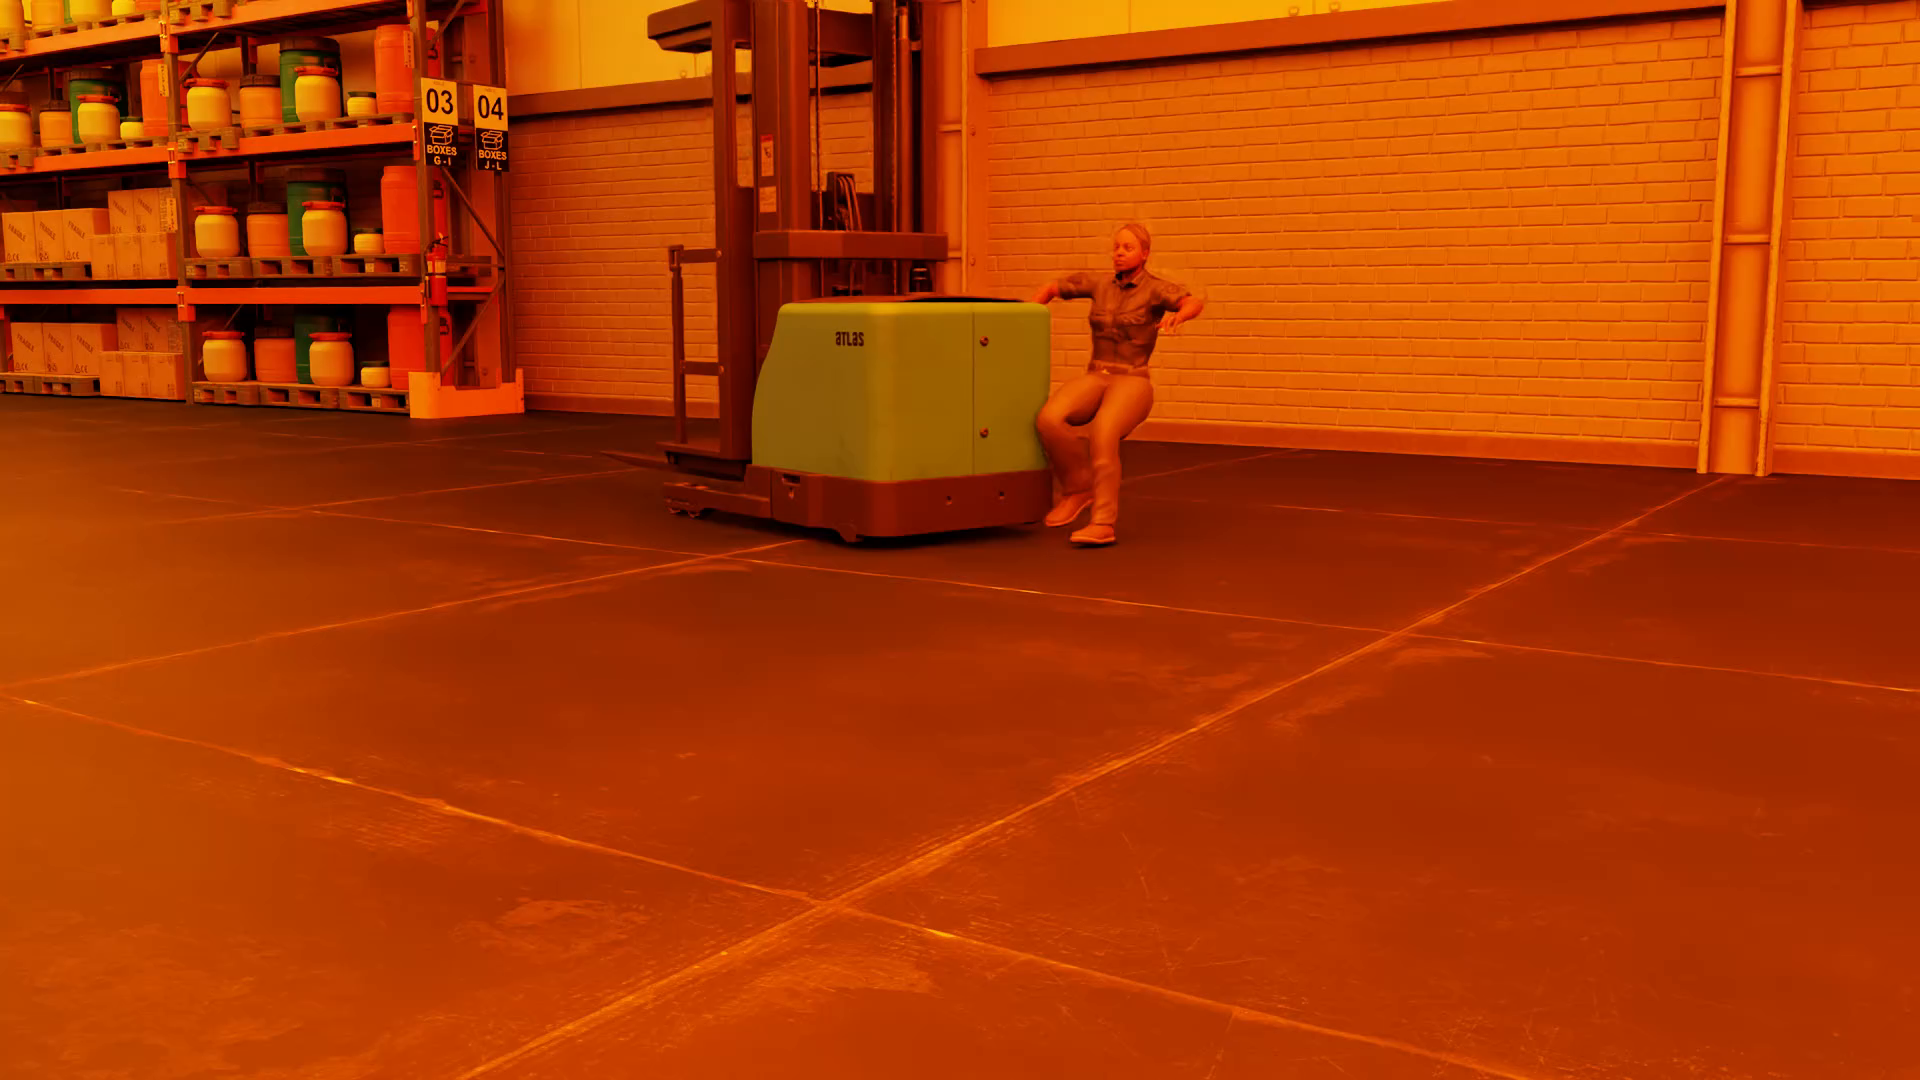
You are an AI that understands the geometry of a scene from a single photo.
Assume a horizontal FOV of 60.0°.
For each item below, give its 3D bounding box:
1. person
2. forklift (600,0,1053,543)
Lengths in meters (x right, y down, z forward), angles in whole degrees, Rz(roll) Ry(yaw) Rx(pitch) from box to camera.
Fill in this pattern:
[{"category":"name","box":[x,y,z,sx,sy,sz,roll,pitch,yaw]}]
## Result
[{"category":"person","box":[0.606,-0.727,7.593,1.017,1.431,0.786,5,9,31]},{"category":"forklift","box":[-0.872,-1.599,8.434,1.130,2.935,3.031,-6,10,-38]}]
